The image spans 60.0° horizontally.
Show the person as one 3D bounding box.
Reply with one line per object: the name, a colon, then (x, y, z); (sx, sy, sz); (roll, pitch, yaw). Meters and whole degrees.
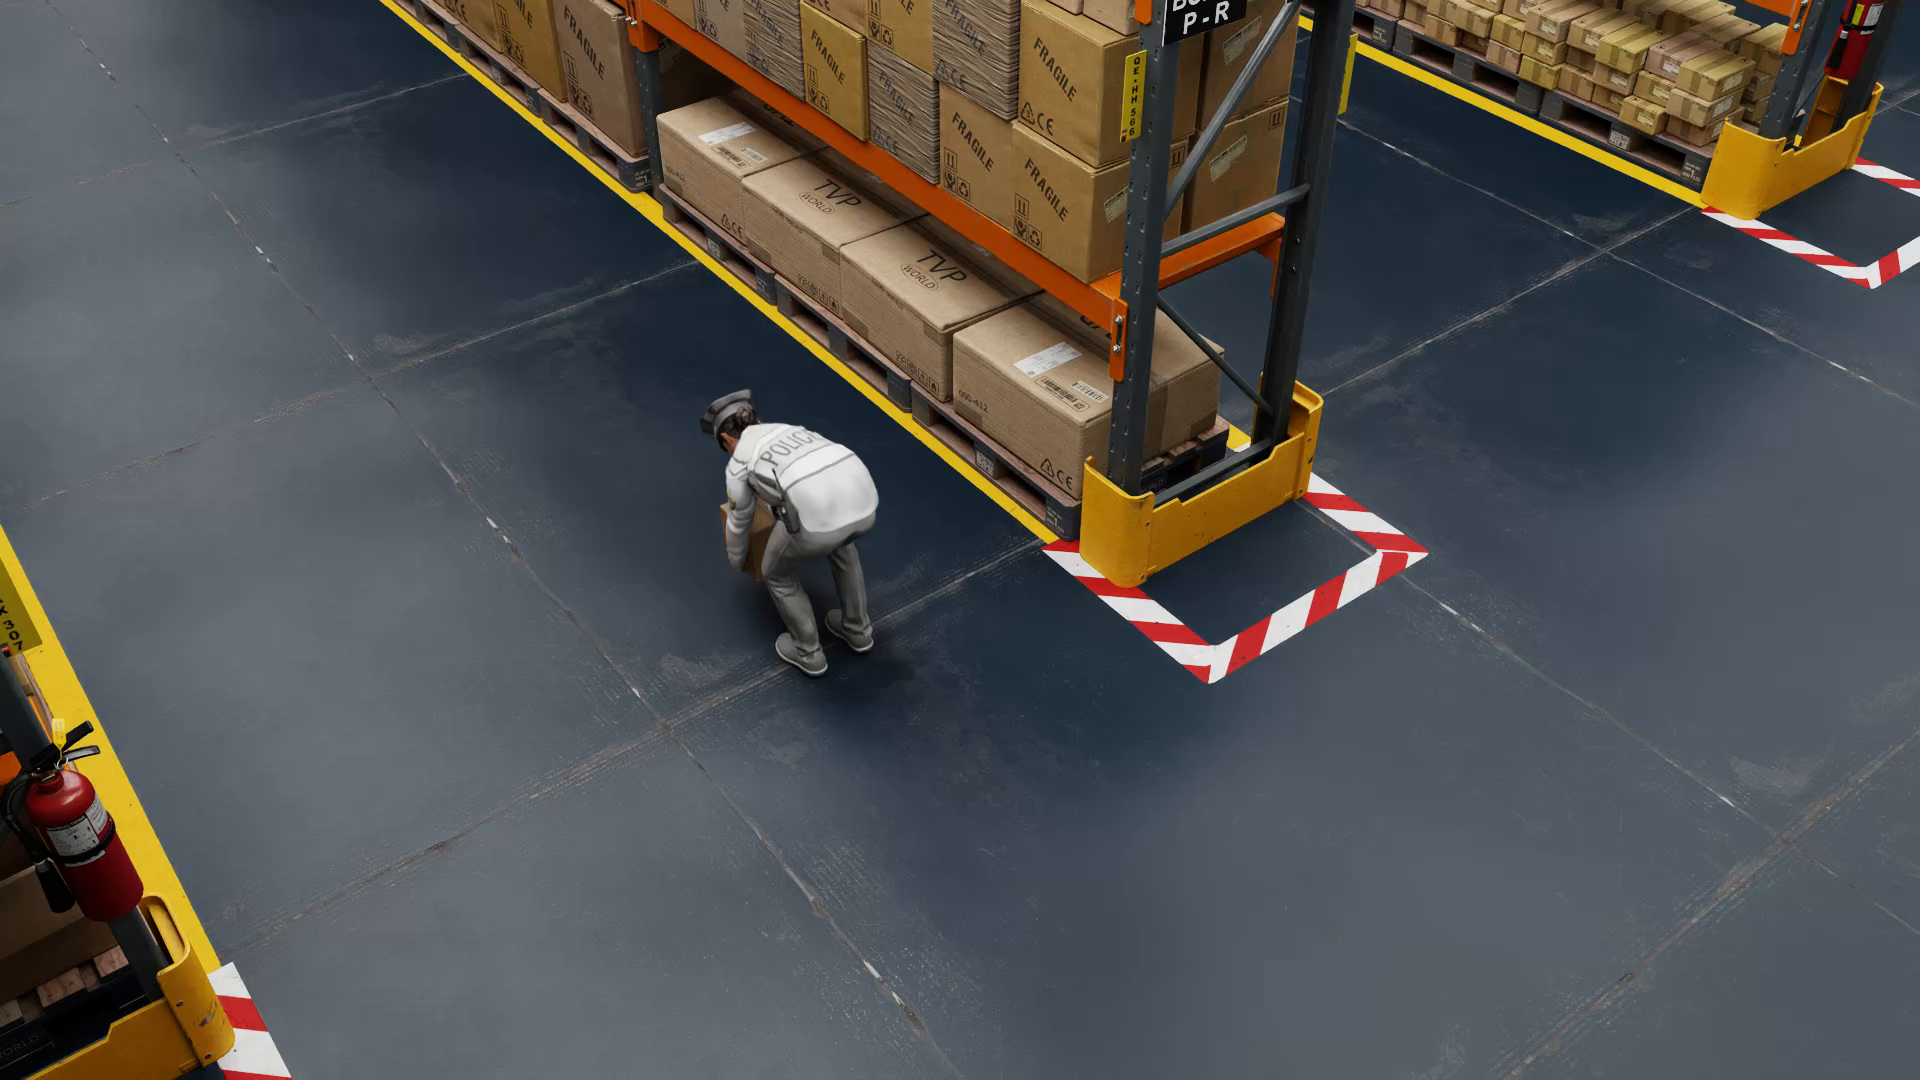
person: (-0.688, -0.040, 6.706); (0.429, 1.014, 0.921); (-28, 48, -29)
